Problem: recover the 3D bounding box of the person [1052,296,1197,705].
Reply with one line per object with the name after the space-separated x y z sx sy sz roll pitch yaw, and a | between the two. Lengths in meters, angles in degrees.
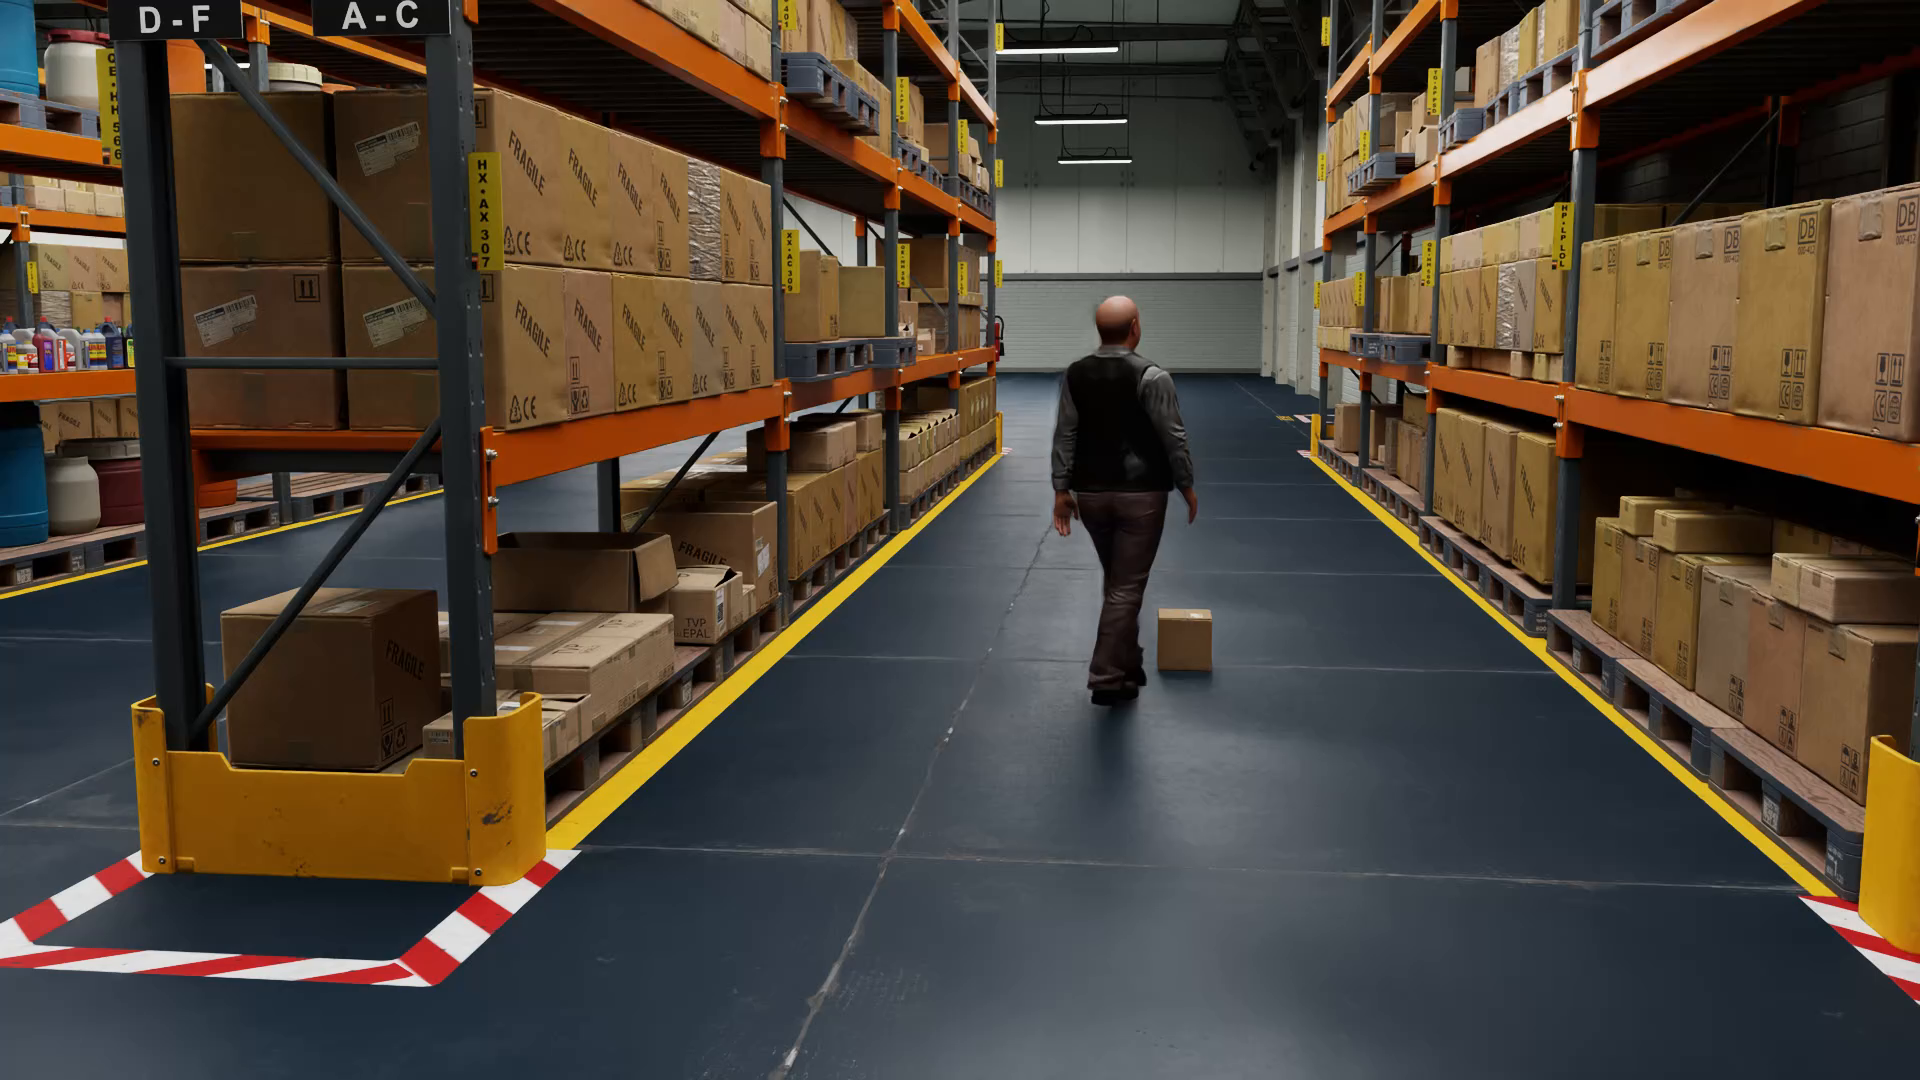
0.740 -0.160 7.103 0.566 1.745 0.696 6 10 38 | person
